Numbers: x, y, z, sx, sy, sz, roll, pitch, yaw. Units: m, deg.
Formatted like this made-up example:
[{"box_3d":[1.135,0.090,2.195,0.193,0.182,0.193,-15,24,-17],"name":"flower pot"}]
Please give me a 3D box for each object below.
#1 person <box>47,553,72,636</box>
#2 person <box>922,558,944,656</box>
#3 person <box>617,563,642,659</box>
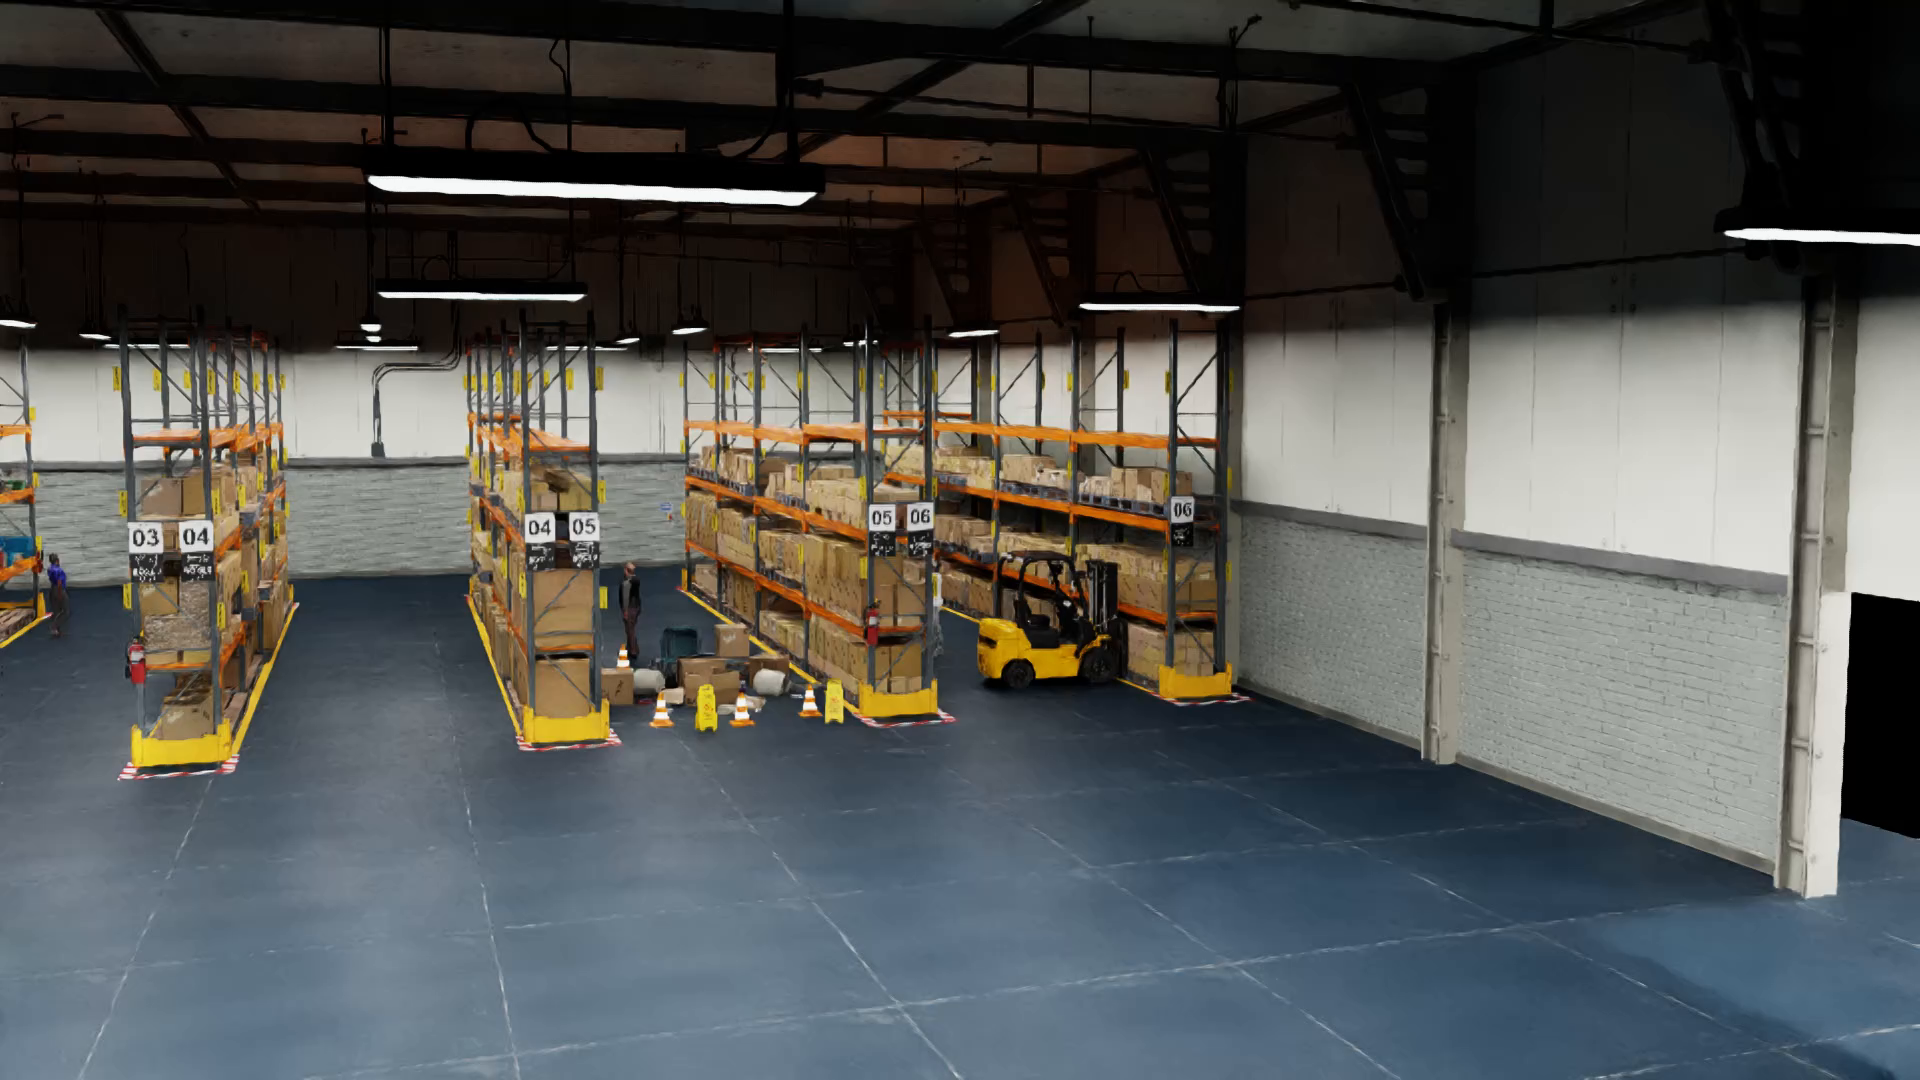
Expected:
[{"box_3d":[-17.787,1.076,32.731,0.502,1.655,0.415,5,7,40],"name":"person"},{"box_3d":[-0.547,1.203,30.541,0.583,1.782,0.665,1,6,11],"name":"person"},{"box_3d":[-6.033,1.276,30.193,0.494,1.713,0.578,1,6,12],"name":"person"}]
